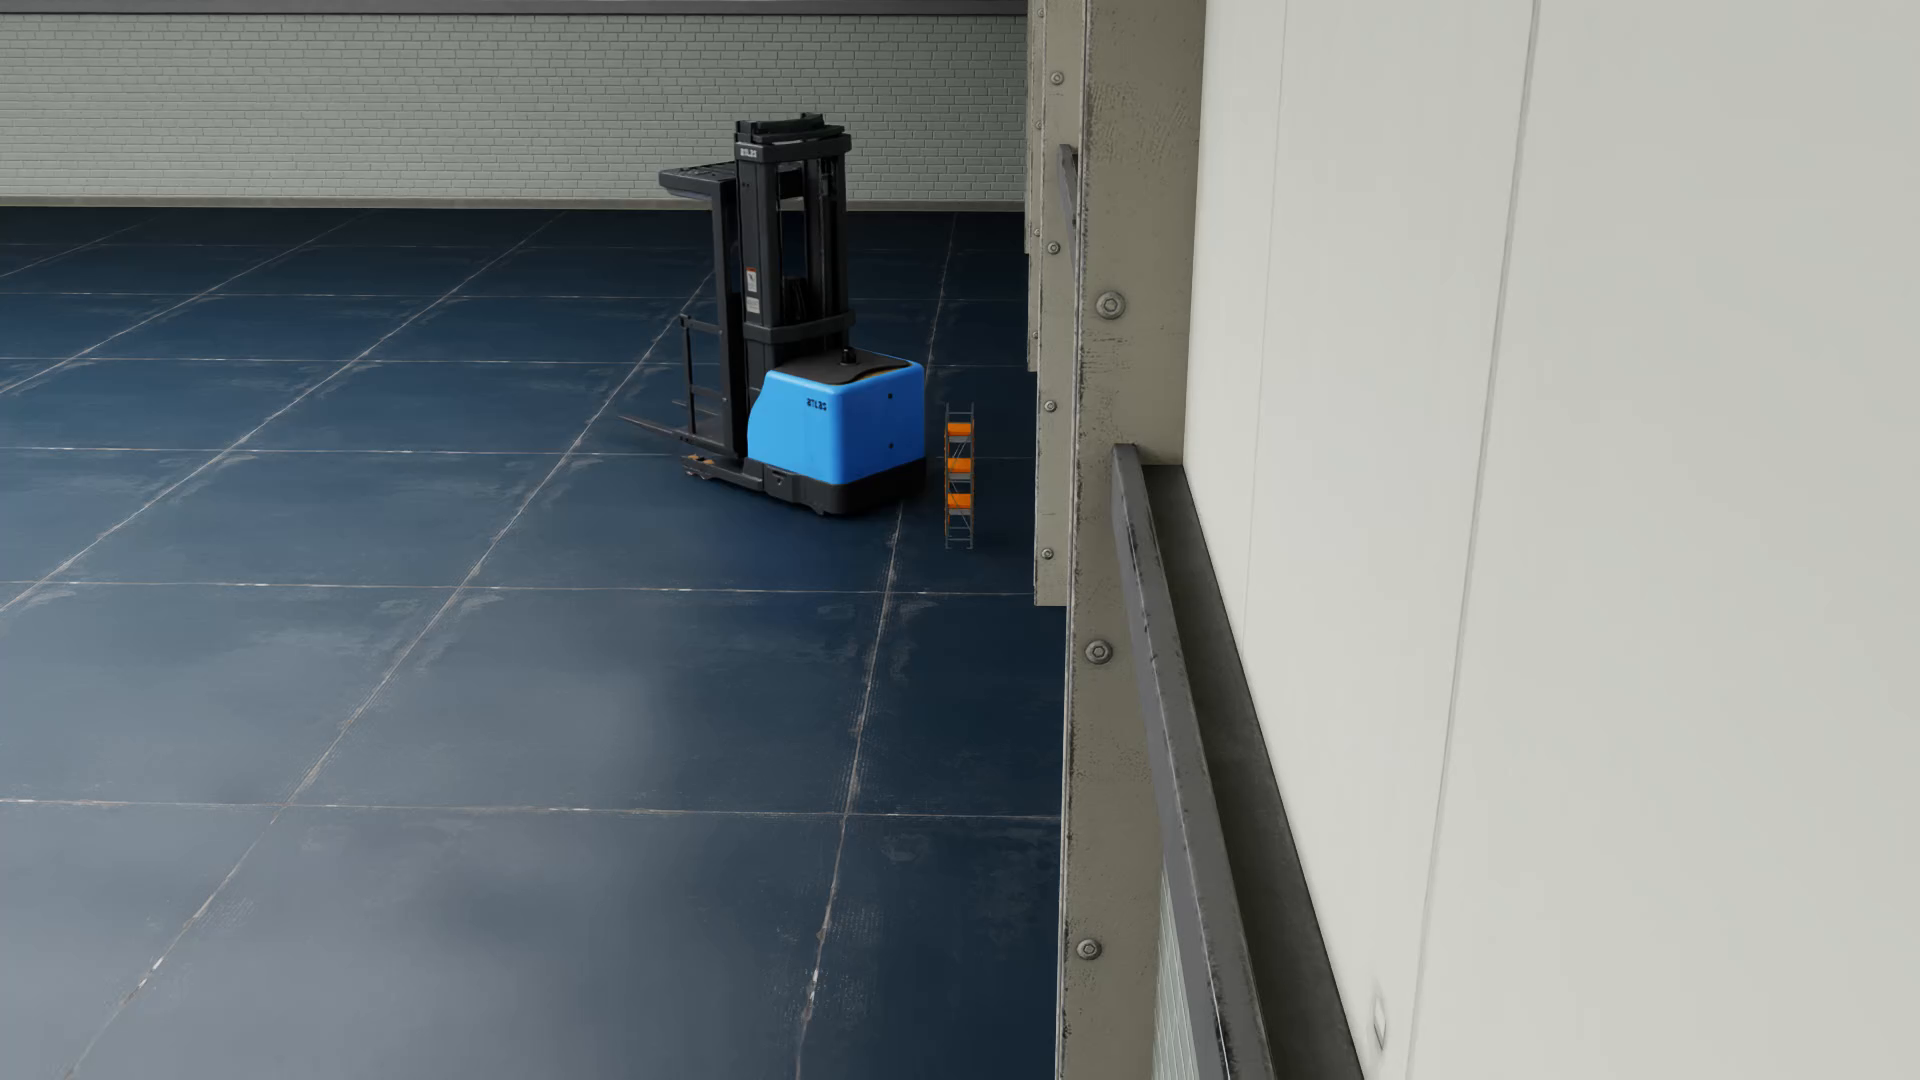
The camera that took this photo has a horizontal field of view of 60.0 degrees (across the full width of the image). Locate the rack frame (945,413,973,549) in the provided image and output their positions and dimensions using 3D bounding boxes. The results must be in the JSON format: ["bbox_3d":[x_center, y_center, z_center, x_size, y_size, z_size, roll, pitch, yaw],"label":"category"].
[{"bbox_3d":[-0.005,-0.426,12.175,0.200,1.050,0.008,1,21,2],"label":"rack frame"}]

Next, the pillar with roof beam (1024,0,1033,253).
[{"bbox_3d":[-3.268,-8.204,21.232,9.100,9.000,0.400,1,21,2],"label":"pillar with roof beam"}]

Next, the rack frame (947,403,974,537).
[{"bbox_3d":[0.002,-0.514,12.403,0.200,1.050,0.008,1,21,2],"label":"rack frame"}]

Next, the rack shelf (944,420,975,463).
[{"bbox_3d":[-0.002,-0.725,12.190,0.215,0.259,0.240,1,21,2],"label":"rack shelf"}]

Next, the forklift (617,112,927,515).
[{"bbox_3d":[-1.700,-1.989,13.602,3.031,2.935,1.130,18,28,39],"label":"forklift"}]

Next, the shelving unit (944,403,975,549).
[{"bbox_3d":[-0.002,-0.470,12.289,0.215,1.050,0.252,1,21,2],"label":"shelving unit"}]

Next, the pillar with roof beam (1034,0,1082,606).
[{"bbox_3d":[-3.633,-3.865,10.050,9.100,9.000,0.400,1,21,2],"label":"pillar with roof beam"}]

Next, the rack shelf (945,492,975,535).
[{"bbox_3d":[-0.002,-0.201,12.394,0.215,0.259,0.240,1,21,2],"label":"rack shelf"}]

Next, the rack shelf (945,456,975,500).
[{"bbox_3d":[-0.002,-0.460,12.293,0.215,0.259,0.240,1,21,2],"label":"rack shelf"}]

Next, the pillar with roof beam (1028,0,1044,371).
[{"bbox_3d":[-3.450,-6.034,15.641,9.100,9.000,0.400,1,21,2],"label":"pillar with roof beam"}]
